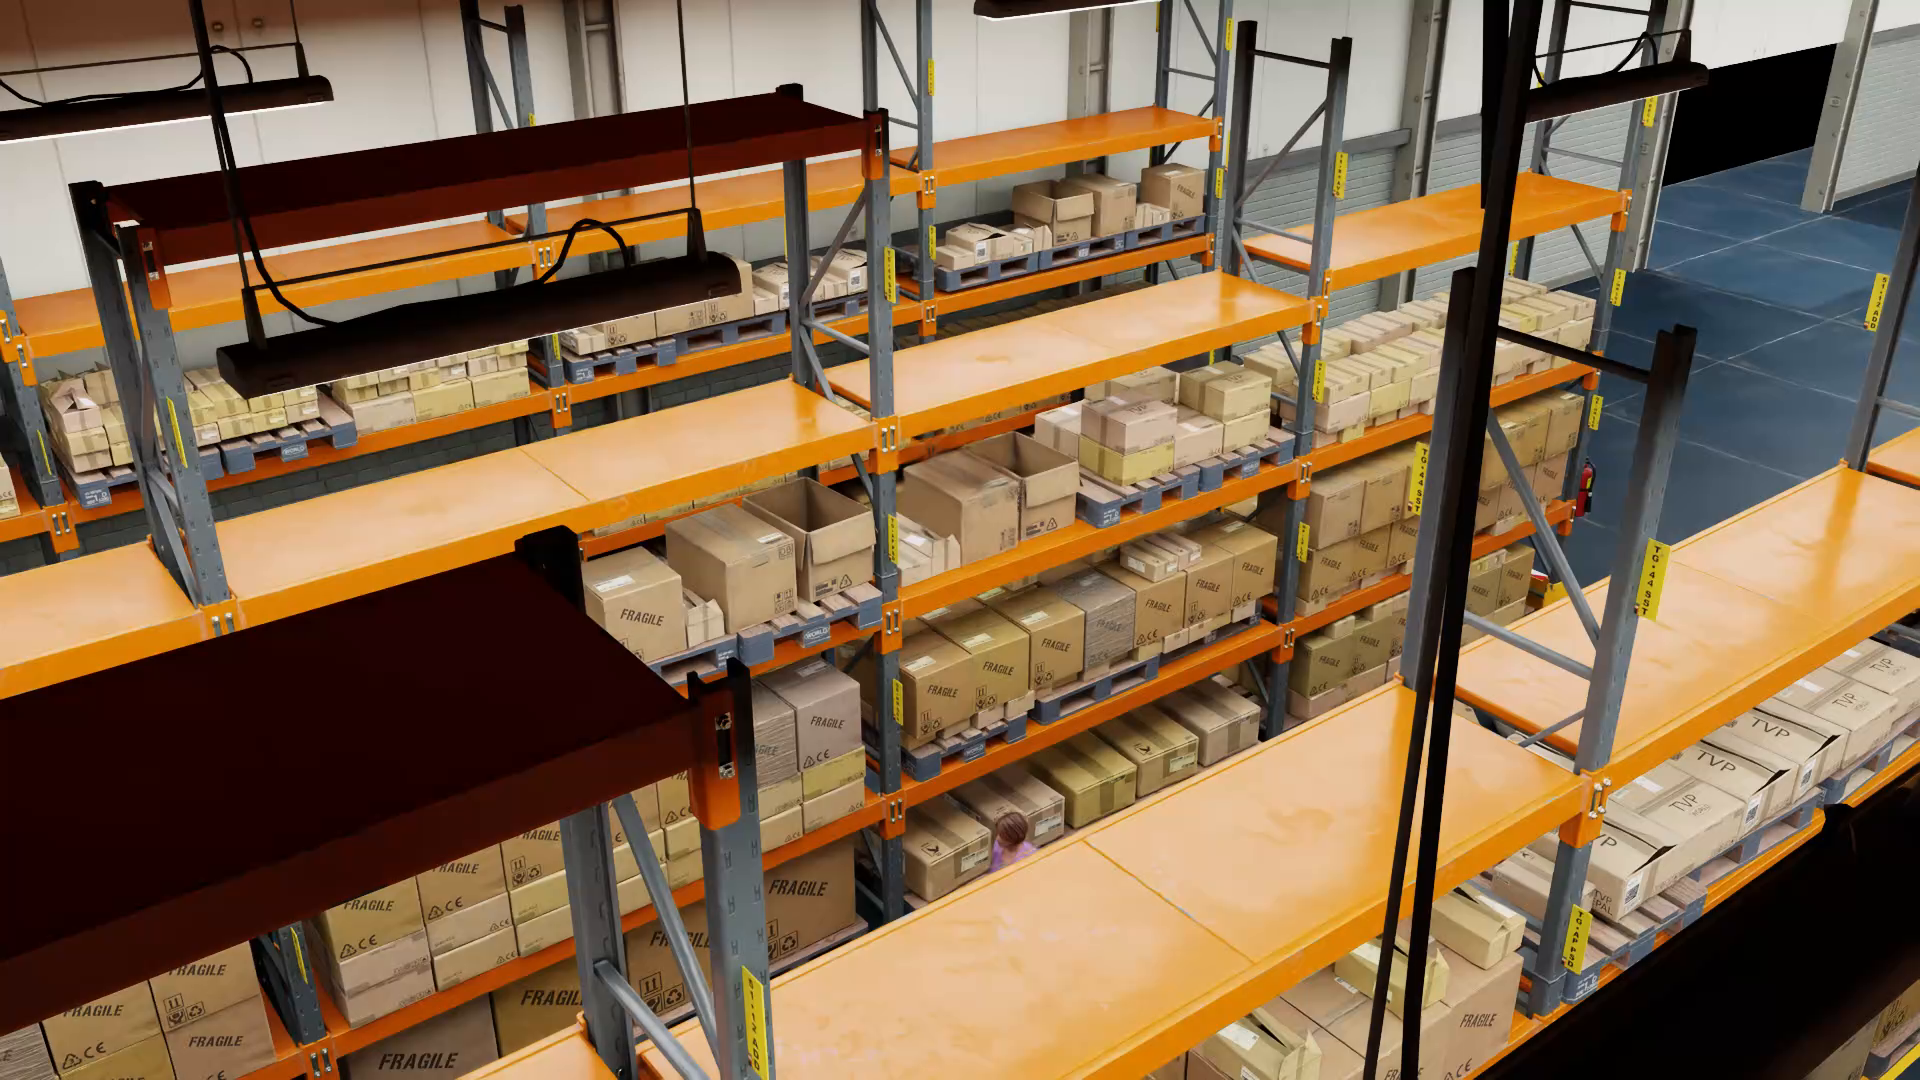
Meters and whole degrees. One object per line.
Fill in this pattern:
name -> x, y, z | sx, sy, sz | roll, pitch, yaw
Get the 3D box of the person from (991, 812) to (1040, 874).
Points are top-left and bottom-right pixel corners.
person -> 0.407, 2.431, 11.048 | 0.341, 1.427, 0.485 | -23, 34, -39
